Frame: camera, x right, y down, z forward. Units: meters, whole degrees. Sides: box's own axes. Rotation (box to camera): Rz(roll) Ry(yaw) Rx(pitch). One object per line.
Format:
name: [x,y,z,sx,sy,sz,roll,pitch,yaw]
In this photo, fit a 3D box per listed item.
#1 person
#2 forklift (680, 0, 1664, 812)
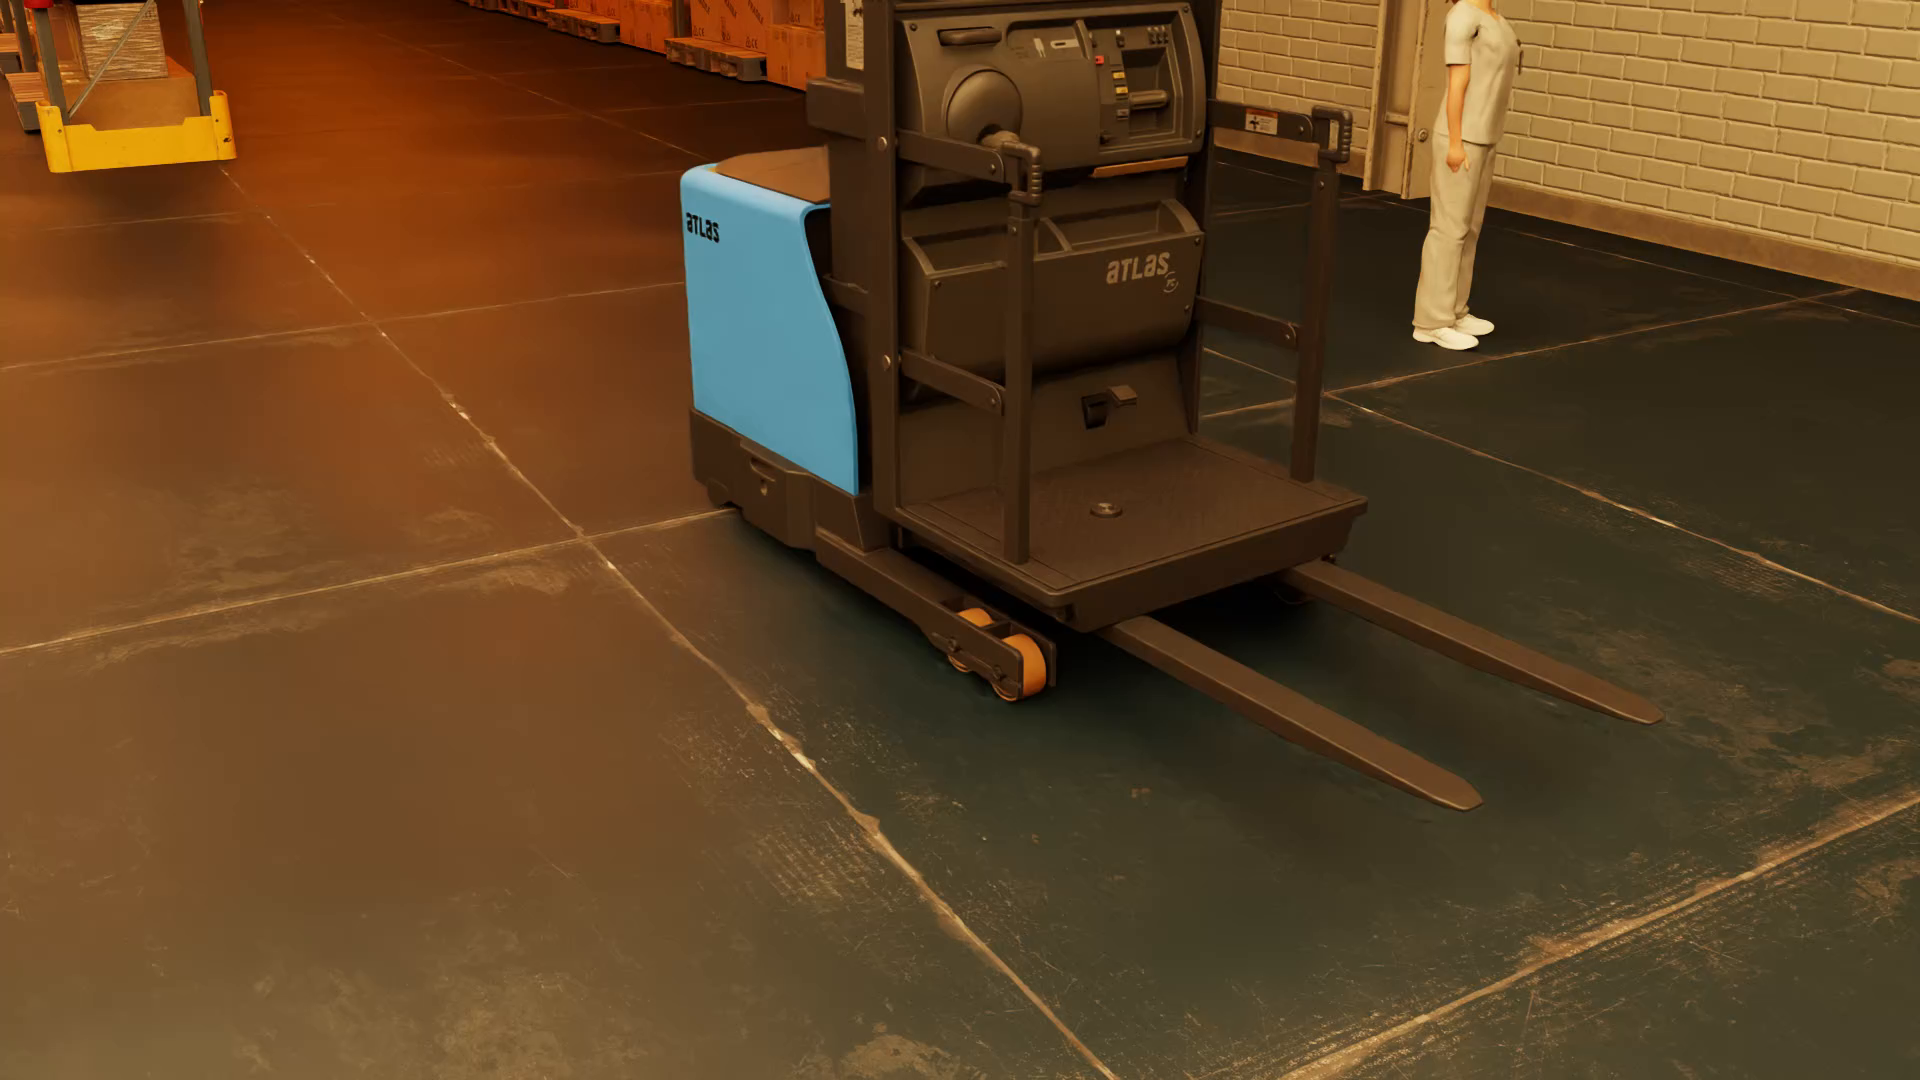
person: [2.145,-1.672,7.008,0.371,1.672,0.431,14,26,30]
forklift: [0.385,-1.162,4.105,1.130,2.935,3.031,-15,27,-32]
